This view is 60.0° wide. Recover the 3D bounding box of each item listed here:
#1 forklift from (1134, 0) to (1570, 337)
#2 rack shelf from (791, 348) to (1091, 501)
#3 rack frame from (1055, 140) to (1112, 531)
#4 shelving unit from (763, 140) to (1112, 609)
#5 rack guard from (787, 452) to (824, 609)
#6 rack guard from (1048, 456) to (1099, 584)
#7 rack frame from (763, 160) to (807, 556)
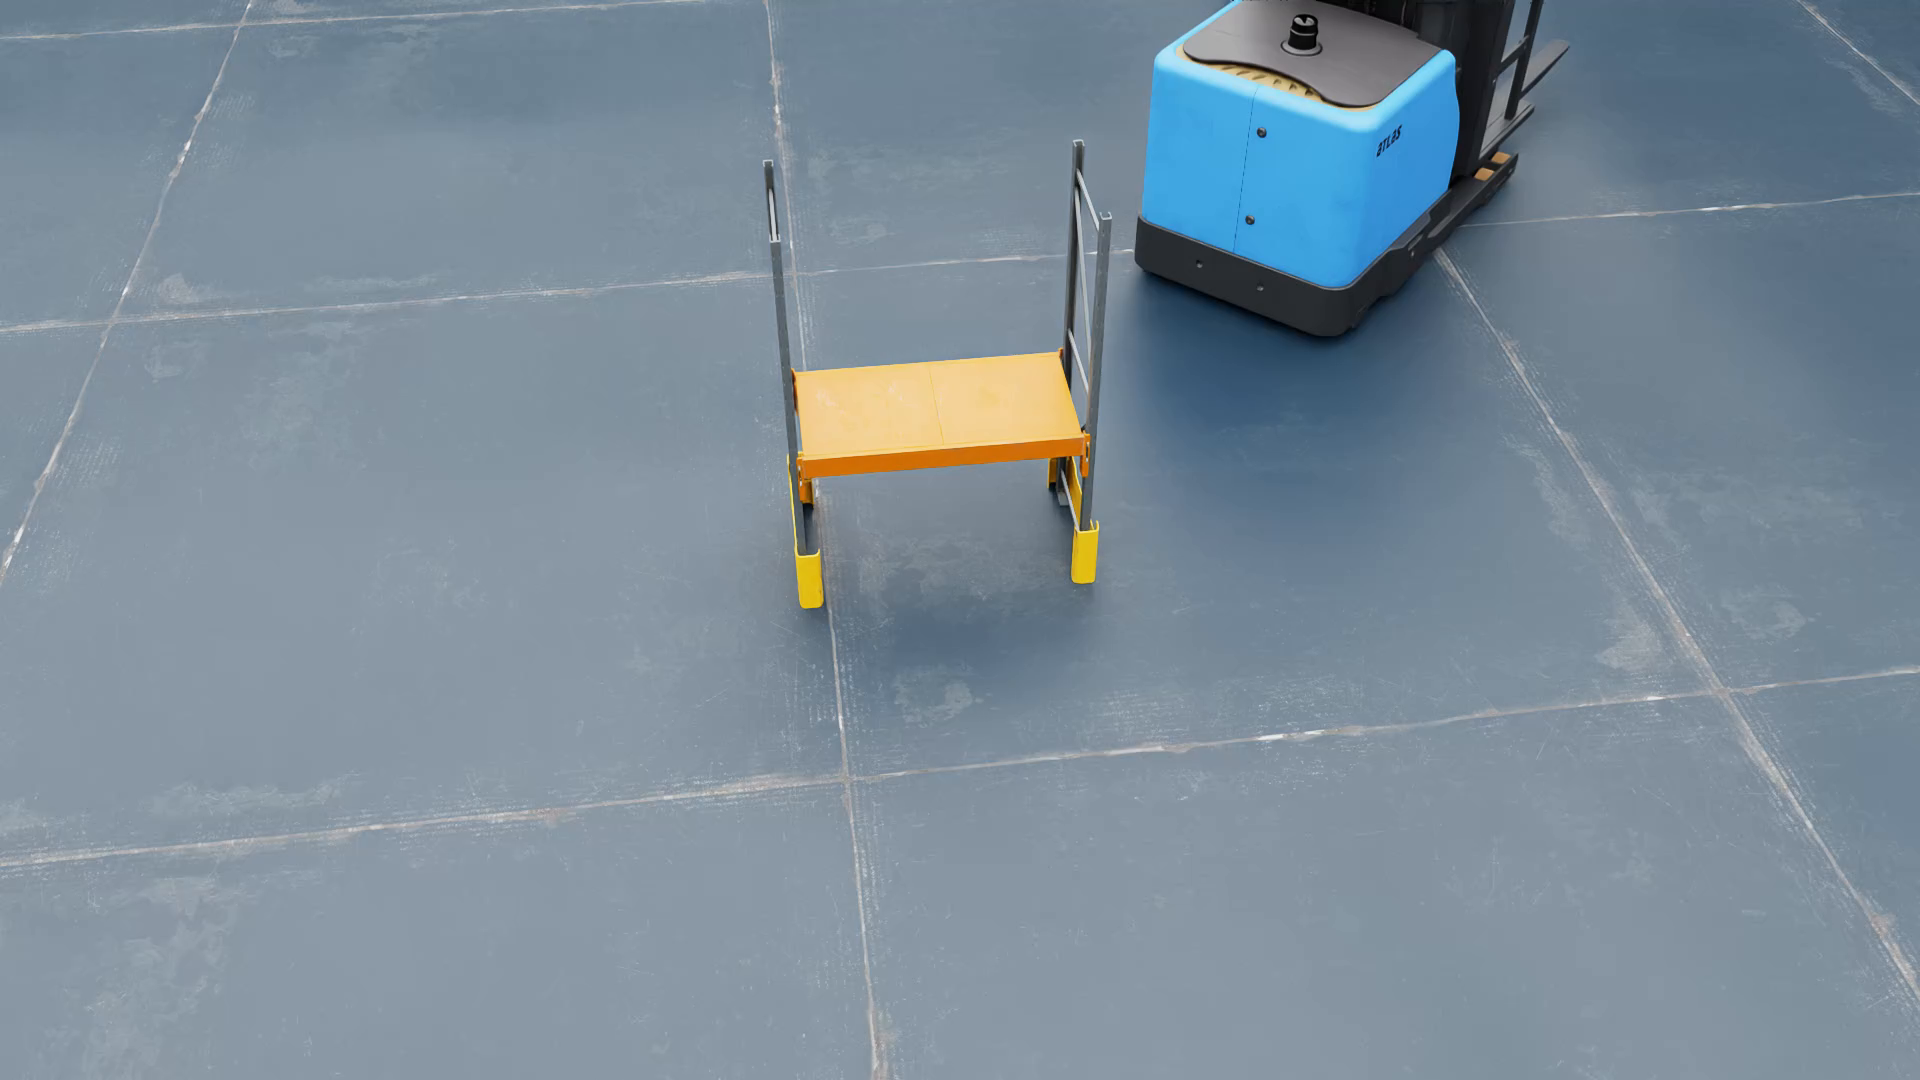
[{"bbox_3d":[2.075,-2.897,7.273,1.130,2.935,3.031,27,48,26],"label":"forklift"},{"bbox_3d":[-0.085,-0.416,5.860,1.000,0.185,0.538,-5,42,-6],"label":"rack shelf"},{"bbox_3d":[0.419,-0.594,5.788,0.032,1.500,0.500,-5,42,-6],"label":"rack frame"},{"bbox_3d":[-0.076,-0.550,5.740,1.083,1.500,0.587,-5,42,-6],"label":"shelving unit"},{"bbox_3d":[-0.569,-0.043,6.111,0.087,0.250,0.587,-5,42,-6],"label":"rack guard"},{"bbox_3d":[0.418,-0.129,6.207,0.087,0.250,0.587,-5,42,-6],"label":"rack guard"},{"bbox_3d":[-0.589,-0.505,5.691,0.032,1.500,0.500,-5,42,-6],"label":"rack frame"}]
